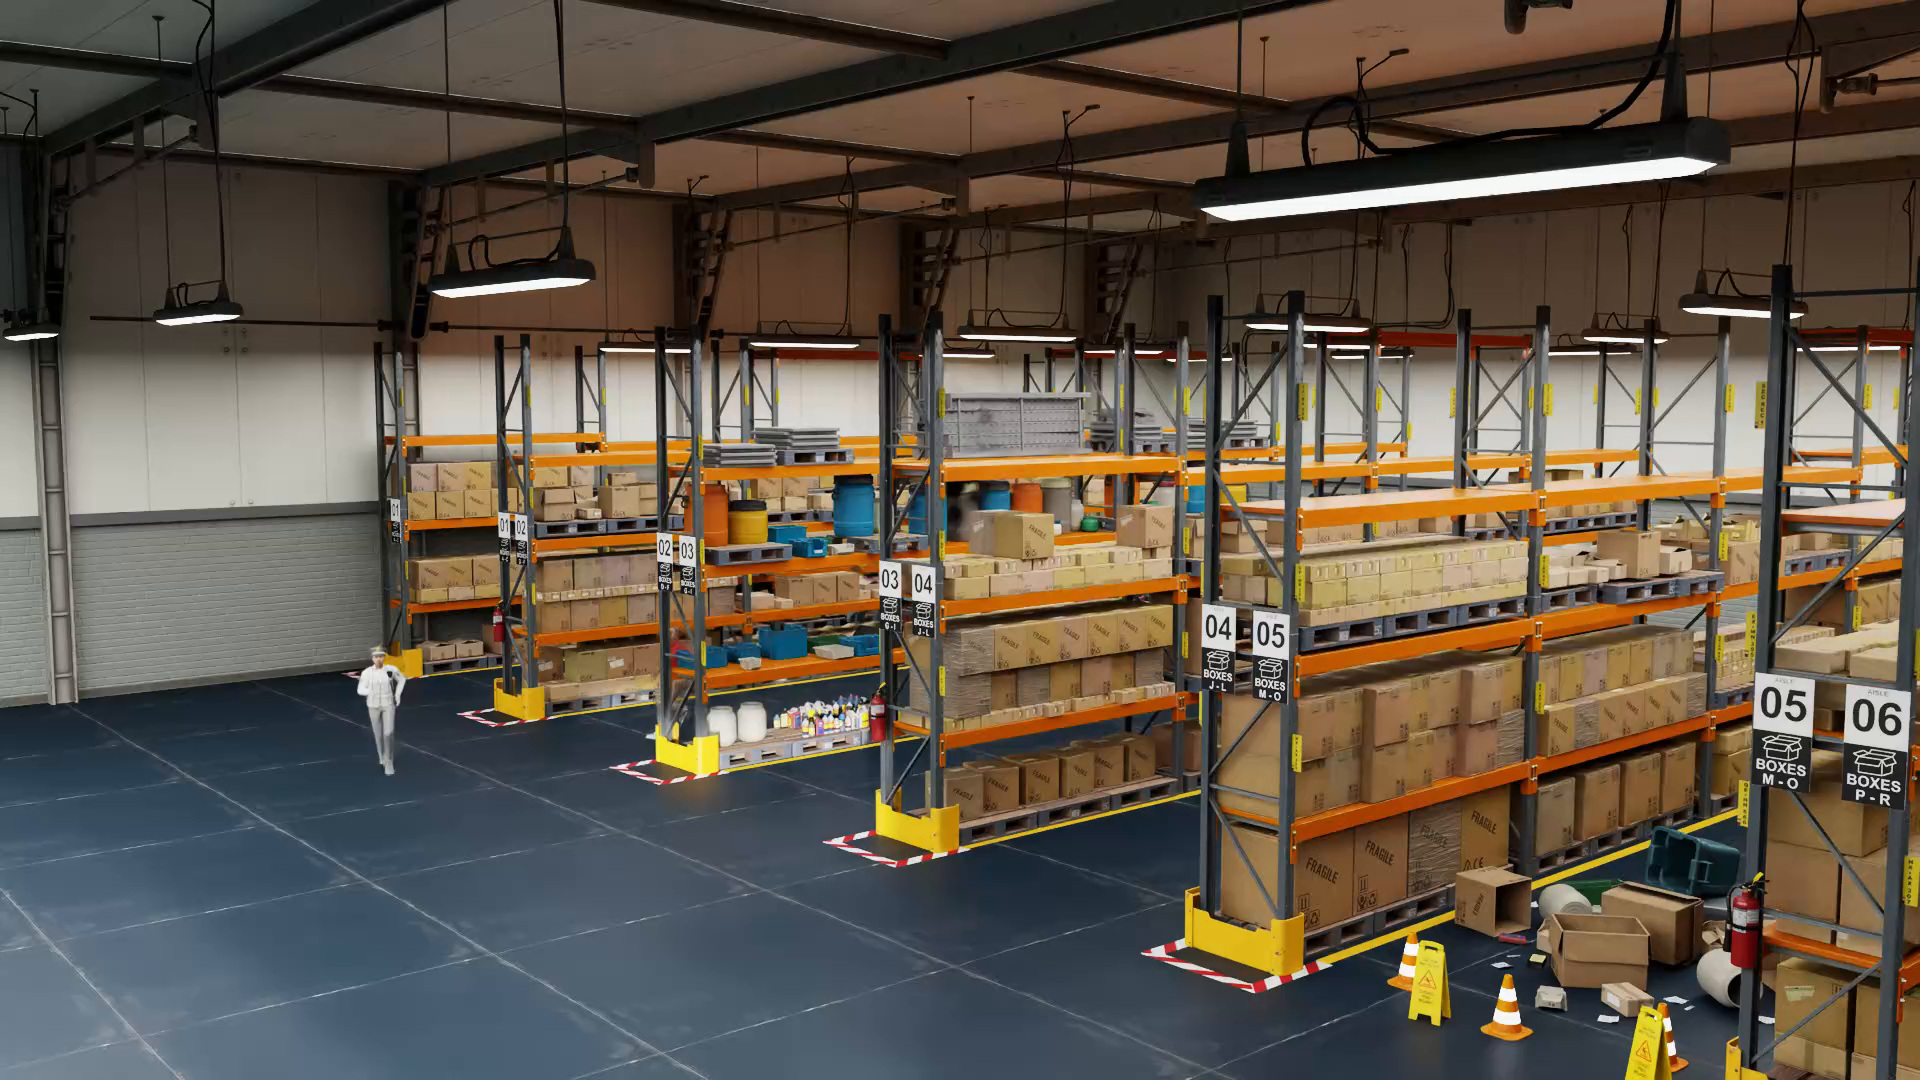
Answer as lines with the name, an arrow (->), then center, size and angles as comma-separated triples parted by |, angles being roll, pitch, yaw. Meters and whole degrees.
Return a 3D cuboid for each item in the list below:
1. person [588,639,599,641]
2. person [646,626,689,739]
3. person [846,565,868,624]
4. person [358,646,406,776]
person -> -6.454, 1.592, 29.741 | 0.859, 1.696, 0.573 | -5, 7, -44
person -> -4.232, 2.102, 24.567 | 0.755, 1.674, 0.704 | -5, 7, -41
person -> -1.986, 1.299, 32.921 | 0.852, 1.767, 0.689 | -4, 7, -37
person -> -7.803, 2.288, 22.441 | 0.594, 1.753, 0.753 | -1, 5, -13
